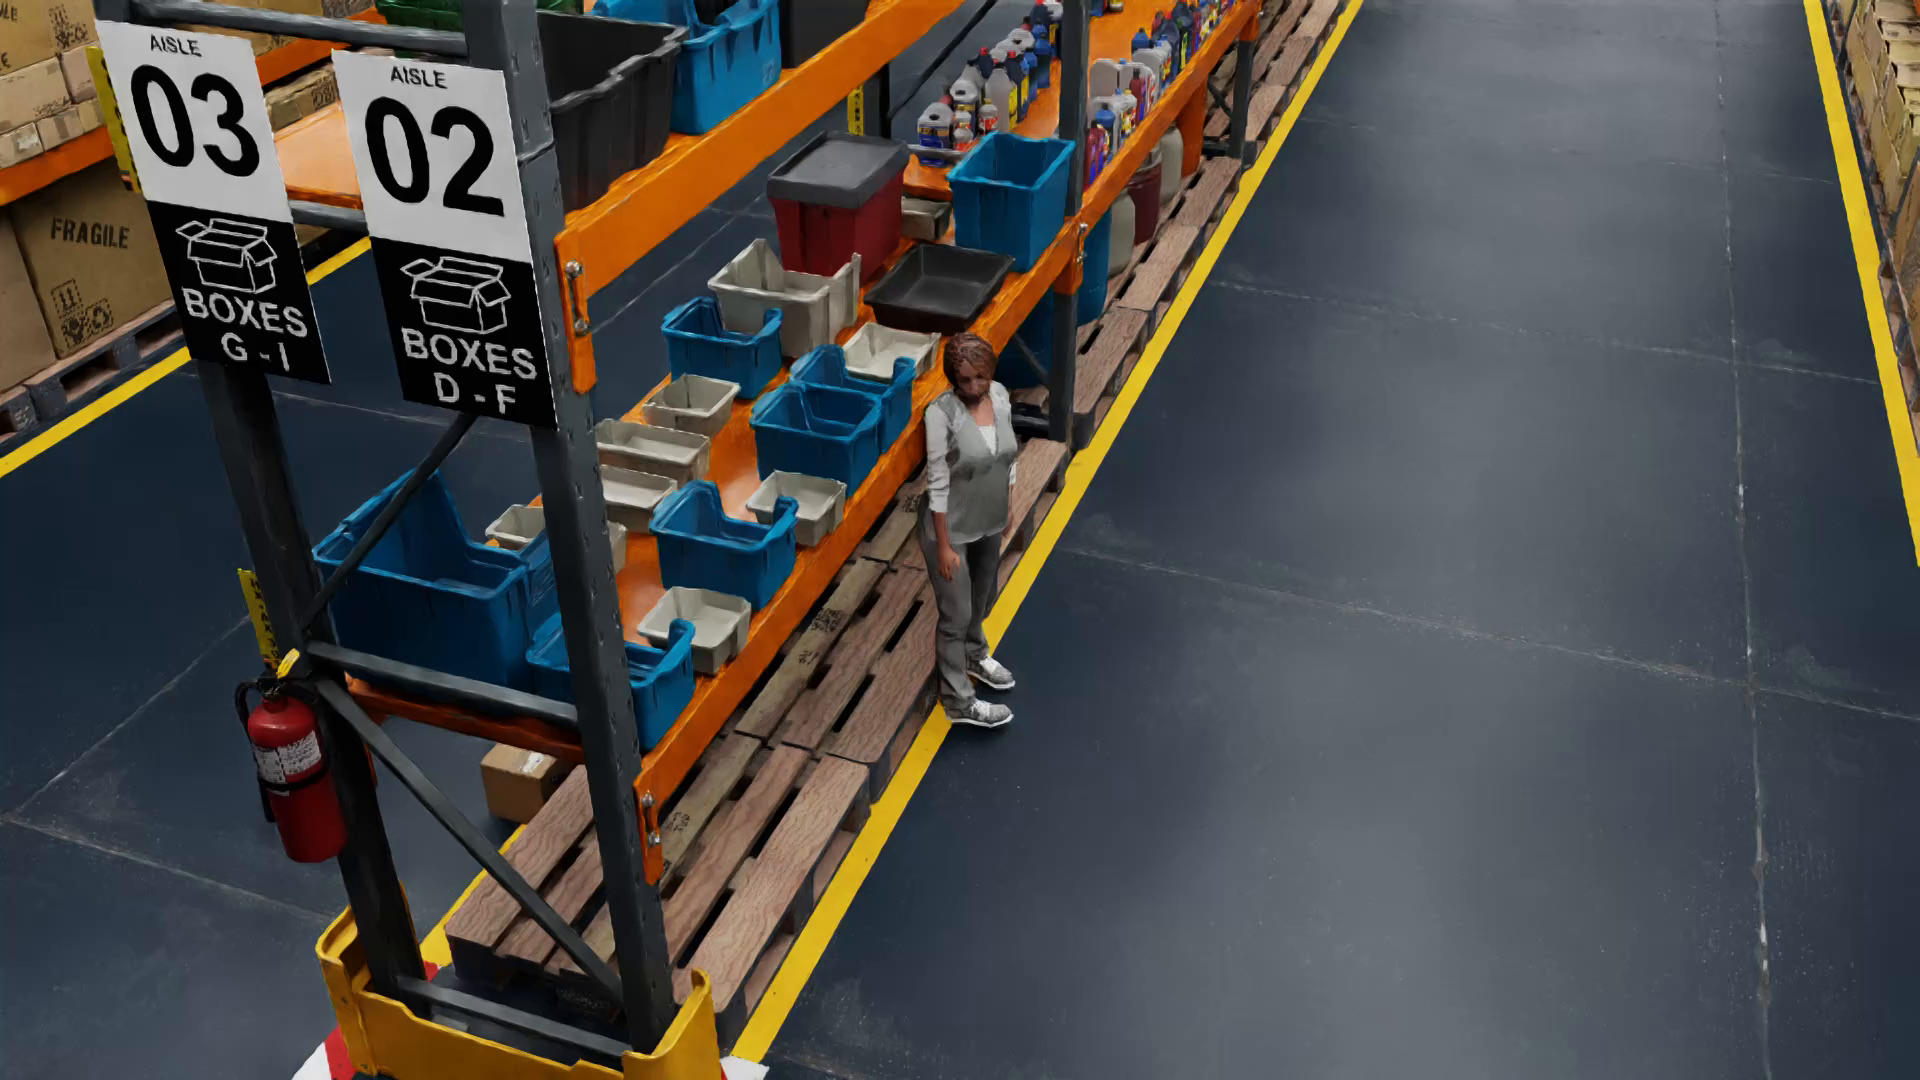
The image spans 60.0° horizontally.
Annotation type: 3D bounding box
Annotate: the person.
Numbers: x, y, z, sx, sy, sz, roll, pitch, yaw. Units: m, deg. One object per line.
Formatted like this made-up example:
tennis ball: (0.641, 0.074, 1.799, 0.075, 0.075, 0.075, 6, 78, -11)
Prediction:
person: (0.066, -0.037, 6.166, 0.450, 1.600, 0.455, -27, 42, -34)
